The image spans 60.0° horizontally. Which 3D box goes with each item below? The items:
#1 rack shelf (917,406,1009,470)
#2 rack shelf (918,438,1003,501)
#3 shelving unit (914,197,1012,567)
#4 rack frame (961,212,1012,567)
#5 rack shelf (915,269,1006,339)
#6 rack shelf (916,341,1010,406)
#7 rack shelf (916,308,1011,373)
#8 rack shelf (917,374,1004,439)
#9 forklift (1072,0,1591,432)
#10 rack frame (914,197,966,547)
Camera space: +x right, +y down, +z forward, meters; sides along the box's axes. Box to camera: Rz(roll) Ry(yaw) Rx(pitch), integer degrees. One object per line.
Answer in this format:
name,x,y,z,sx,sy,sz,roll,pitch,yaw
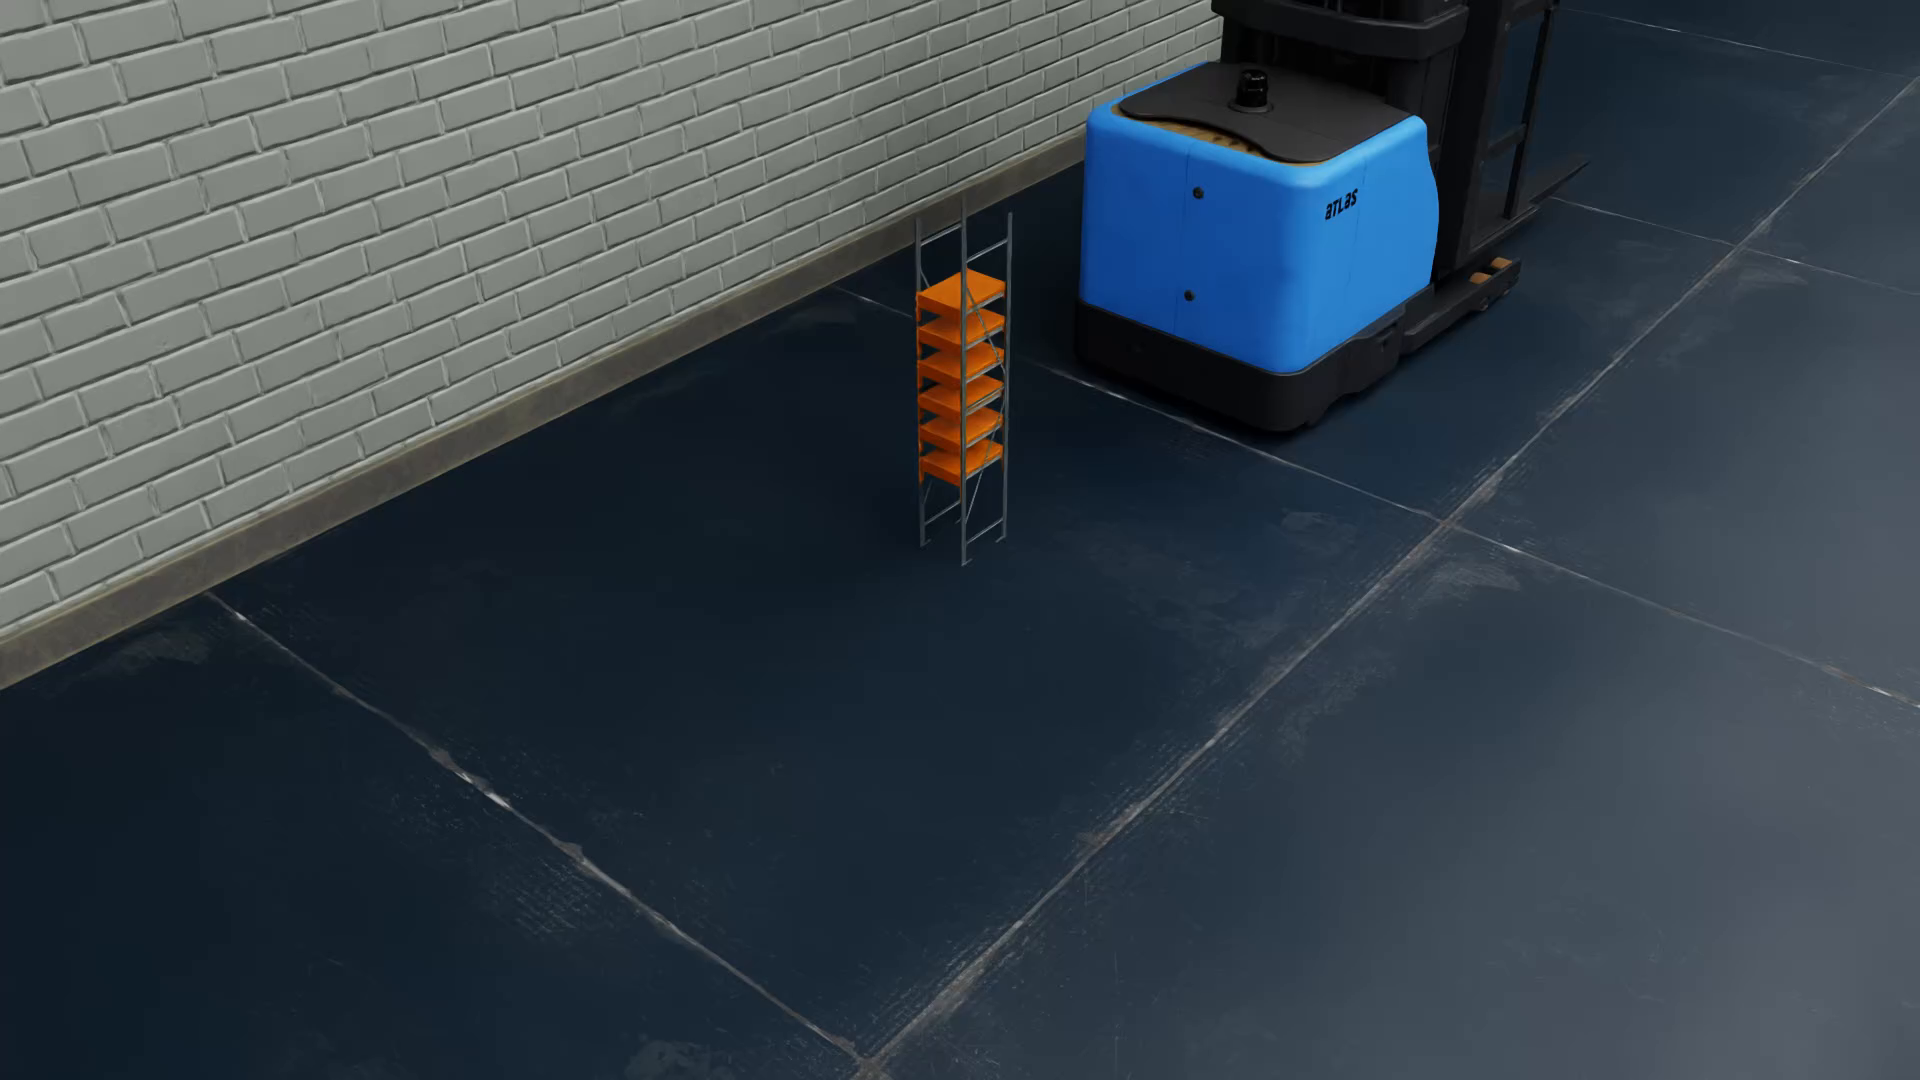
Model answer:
rack shelf,0.011,-0.354,5.496,0.180,0.103,0.258,25,42,32
rack shelf,0.011,-0.255,5.564,0.180,0.103,0.258,25,42,32
shelving unit,0.011,-0.489,5.403,0.189,1.200,0.258,25,42,32
rack frame,0.081,-0.456,5.354,0.006,1.200,0.240,25,42,32
rack shelf,0.011,-0.749,5.224,0.180,0.103,0.258,25,42,32
rack shelf,0.011,-0.552,5.360,0.180,0.103,0.258,25,42,32
rack shelf,0.011,-0.651,5.292,0.180,0.103,0.258,25,42,32
rack shelf,0.011,-0.453,5.428,0.180,0.103,0.258,25,42,32
forklift,1.809,-2.367,6.608,1.130,2.935,3.031,27,43,33
rack frame,-0.059,-0.523,5.451,0.006,1.200,0.240,25,42,32
